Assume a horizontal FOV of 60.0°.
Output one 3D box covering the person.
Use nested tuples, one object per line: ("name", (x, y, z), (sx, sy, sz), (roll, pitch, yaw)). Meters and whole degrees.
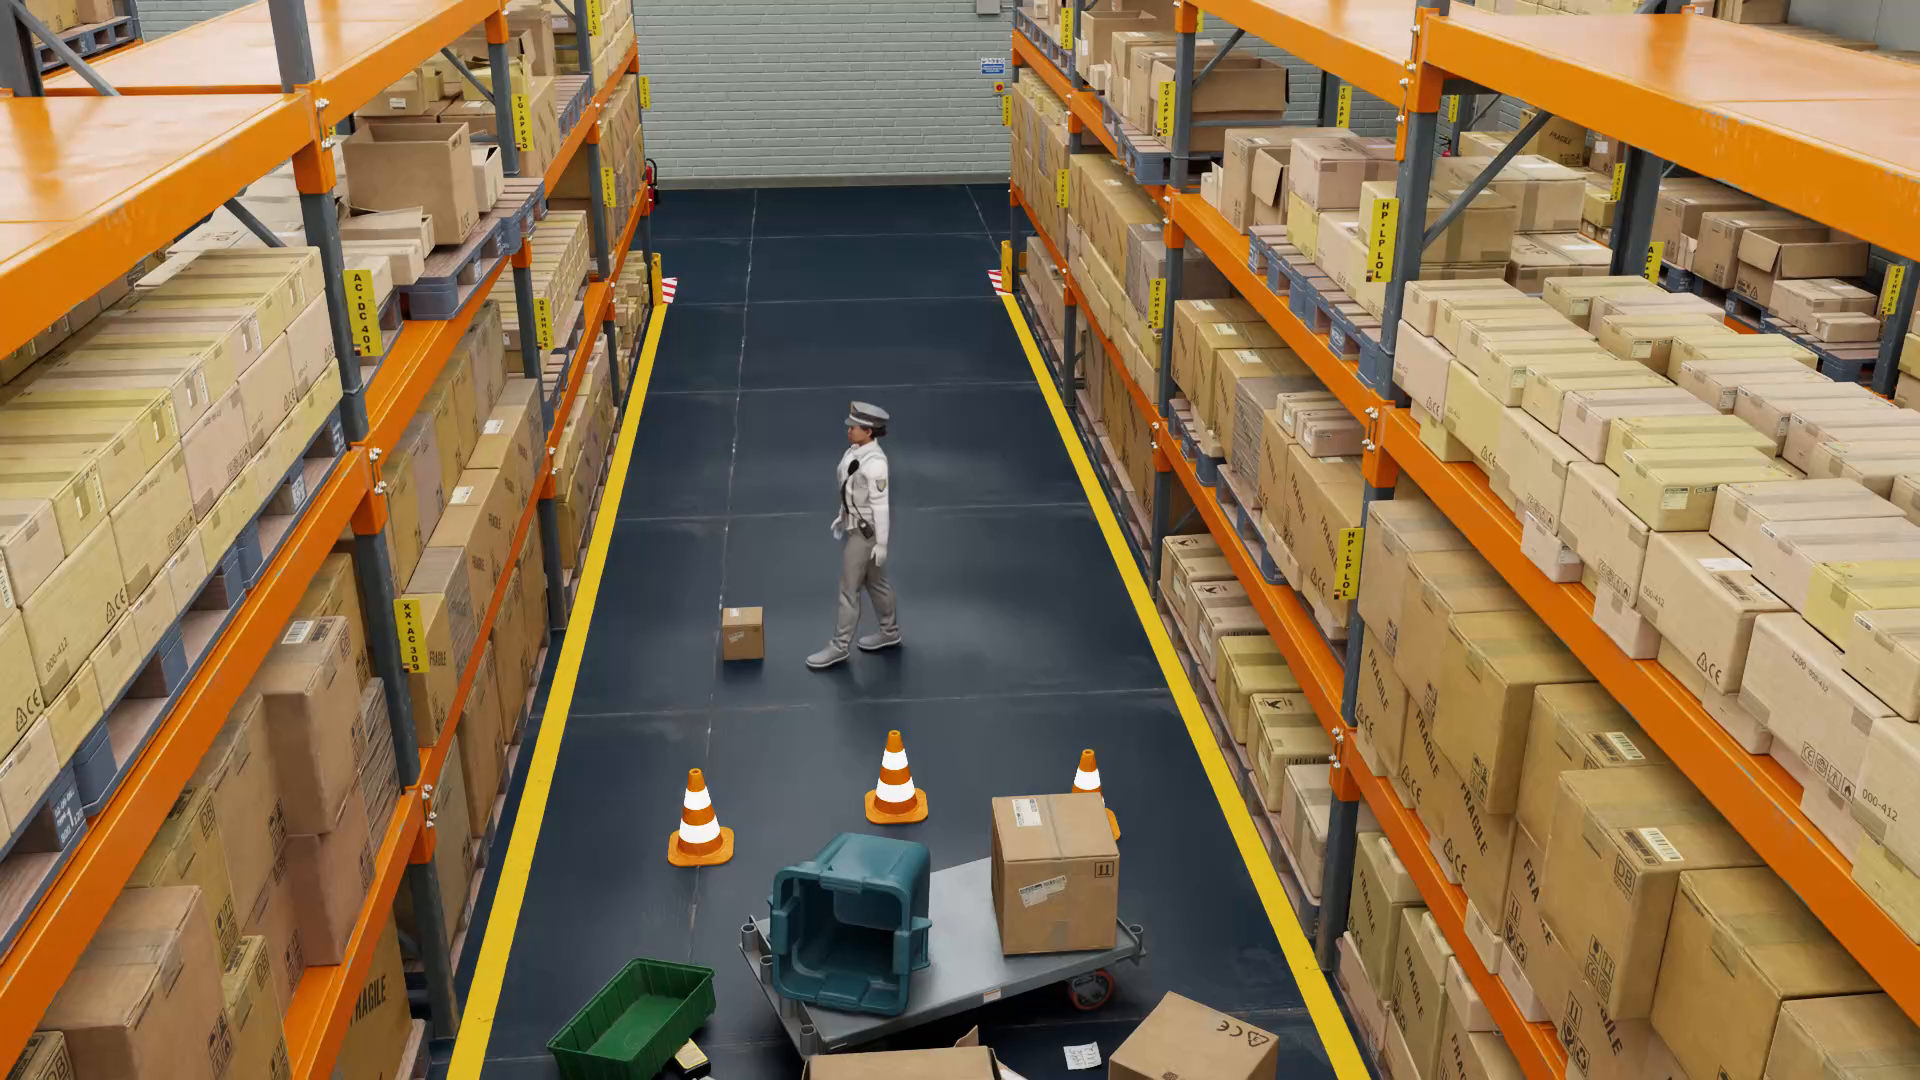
("person", (-0.693, -0.062, 10.387), (0.642, 1.682, 0.503), (-5, 24, -11))
